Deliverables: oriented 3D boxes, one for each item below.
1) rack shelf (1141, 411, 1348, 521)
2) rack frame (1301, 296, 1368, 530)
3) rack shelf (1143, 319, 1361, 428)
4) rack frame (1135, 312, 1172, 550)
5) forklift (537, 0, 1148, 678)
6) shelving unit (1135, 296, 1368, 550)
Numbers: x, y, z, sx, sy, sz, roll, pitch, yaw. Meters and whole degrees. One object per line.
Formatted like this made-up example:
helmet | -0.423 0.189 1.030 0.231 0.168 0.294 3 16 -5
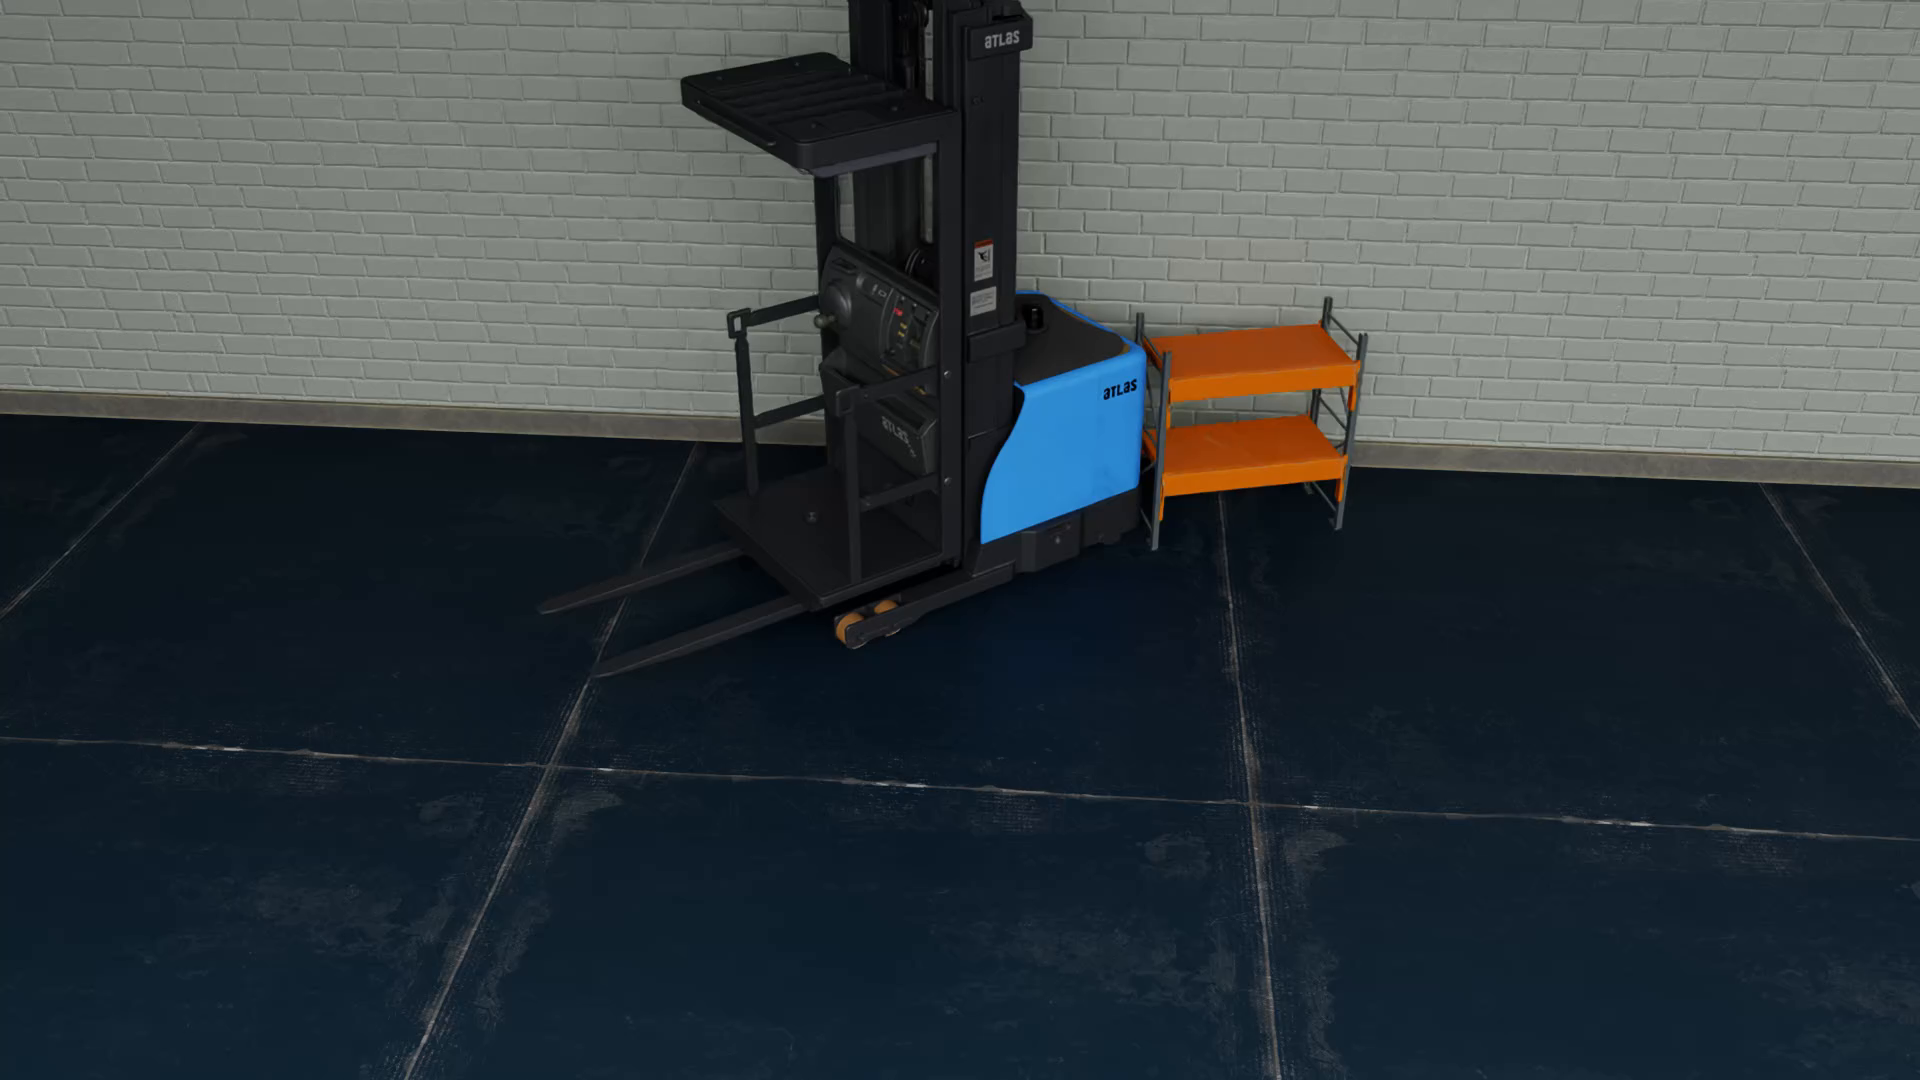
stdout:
rack shelf | 1.465 -0.400 8.794 1.000 0.278 0.538 -6 32 -10
rack frame | 1.963 -0.662 8.752 0.032 1.125 0.500 -6 32 -10
rack shelf | 1.465 -0.858 8.512 1.000 0.278 0.538 -6 32 -10
rack frame | 0.967 -0.556 8.579 0.032 1.125 0.500 -6 32 -10
forklift | -0.555 -1.047 7.655 3.031 2.935 1.130 -20 37 -29
shelving unit | 1.465 -0.609 8.665 1.048 1.125 0.538 -6 32 -10
